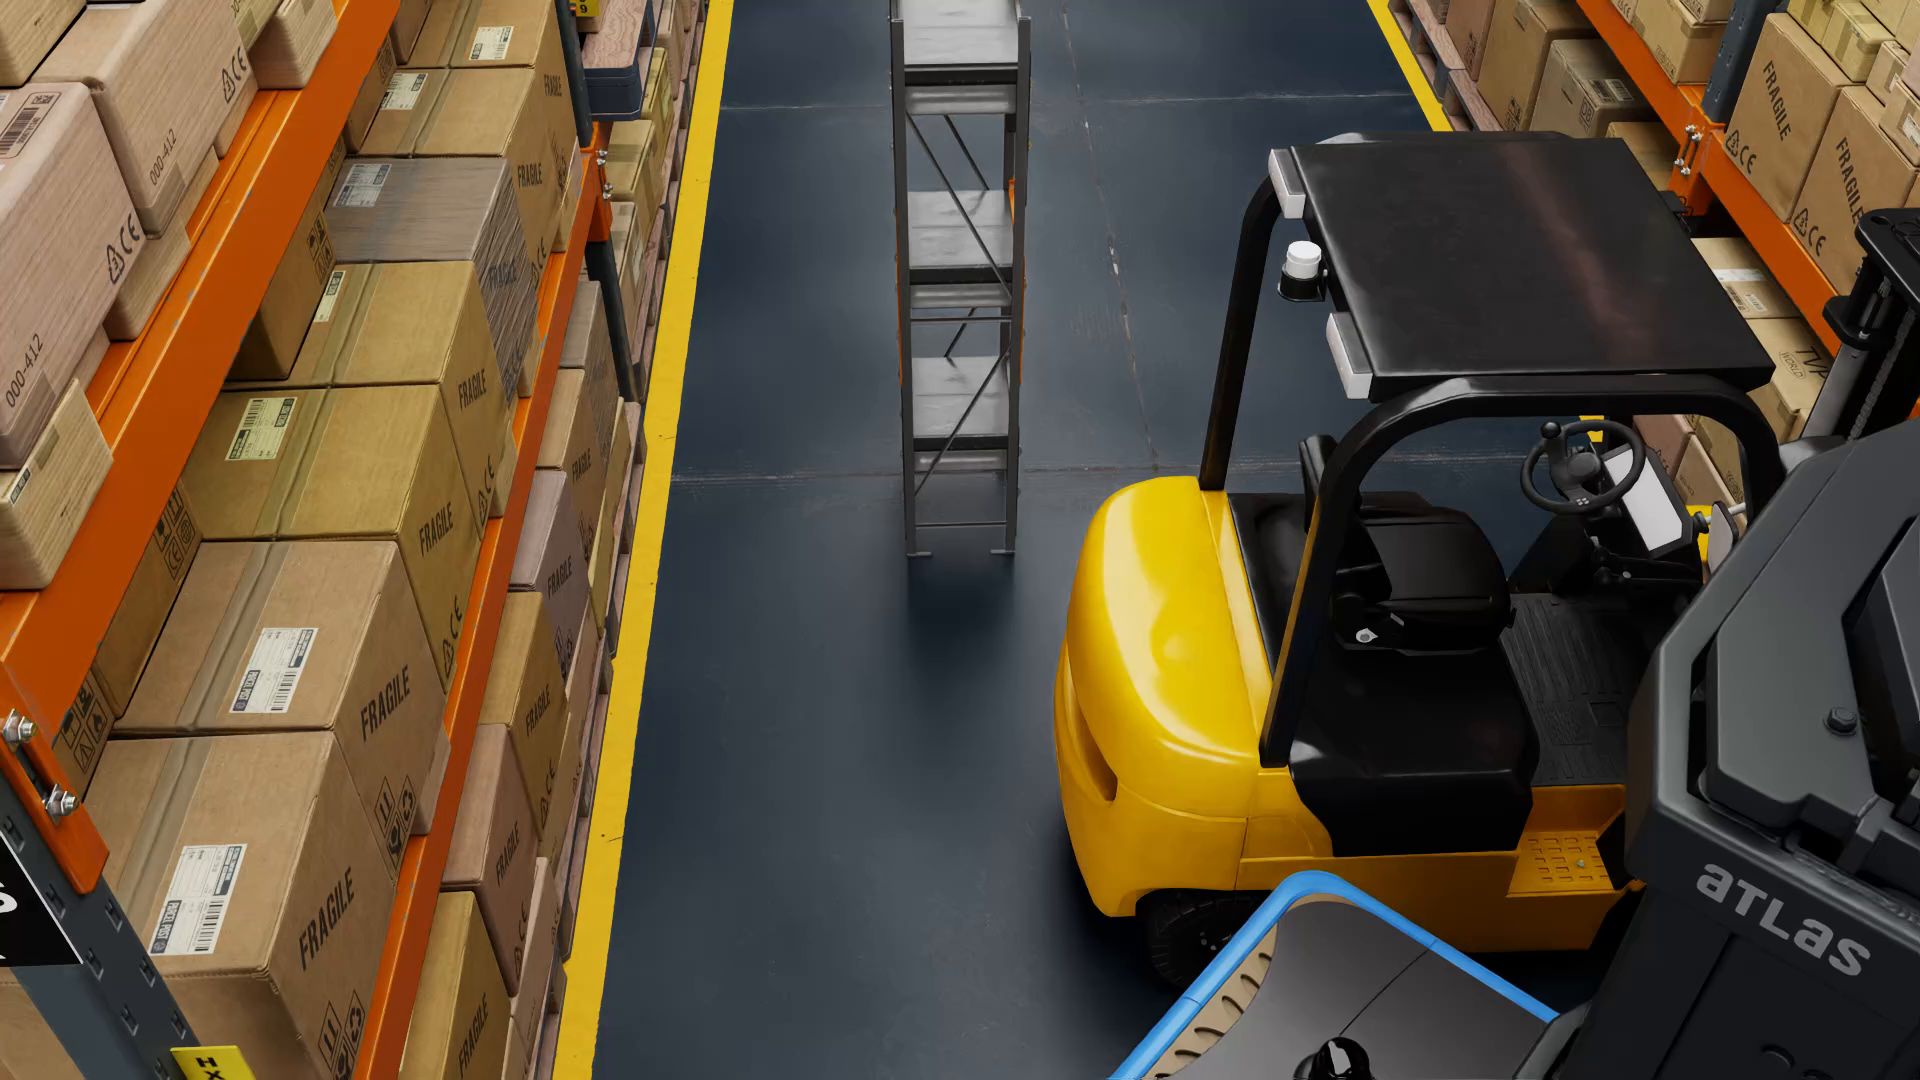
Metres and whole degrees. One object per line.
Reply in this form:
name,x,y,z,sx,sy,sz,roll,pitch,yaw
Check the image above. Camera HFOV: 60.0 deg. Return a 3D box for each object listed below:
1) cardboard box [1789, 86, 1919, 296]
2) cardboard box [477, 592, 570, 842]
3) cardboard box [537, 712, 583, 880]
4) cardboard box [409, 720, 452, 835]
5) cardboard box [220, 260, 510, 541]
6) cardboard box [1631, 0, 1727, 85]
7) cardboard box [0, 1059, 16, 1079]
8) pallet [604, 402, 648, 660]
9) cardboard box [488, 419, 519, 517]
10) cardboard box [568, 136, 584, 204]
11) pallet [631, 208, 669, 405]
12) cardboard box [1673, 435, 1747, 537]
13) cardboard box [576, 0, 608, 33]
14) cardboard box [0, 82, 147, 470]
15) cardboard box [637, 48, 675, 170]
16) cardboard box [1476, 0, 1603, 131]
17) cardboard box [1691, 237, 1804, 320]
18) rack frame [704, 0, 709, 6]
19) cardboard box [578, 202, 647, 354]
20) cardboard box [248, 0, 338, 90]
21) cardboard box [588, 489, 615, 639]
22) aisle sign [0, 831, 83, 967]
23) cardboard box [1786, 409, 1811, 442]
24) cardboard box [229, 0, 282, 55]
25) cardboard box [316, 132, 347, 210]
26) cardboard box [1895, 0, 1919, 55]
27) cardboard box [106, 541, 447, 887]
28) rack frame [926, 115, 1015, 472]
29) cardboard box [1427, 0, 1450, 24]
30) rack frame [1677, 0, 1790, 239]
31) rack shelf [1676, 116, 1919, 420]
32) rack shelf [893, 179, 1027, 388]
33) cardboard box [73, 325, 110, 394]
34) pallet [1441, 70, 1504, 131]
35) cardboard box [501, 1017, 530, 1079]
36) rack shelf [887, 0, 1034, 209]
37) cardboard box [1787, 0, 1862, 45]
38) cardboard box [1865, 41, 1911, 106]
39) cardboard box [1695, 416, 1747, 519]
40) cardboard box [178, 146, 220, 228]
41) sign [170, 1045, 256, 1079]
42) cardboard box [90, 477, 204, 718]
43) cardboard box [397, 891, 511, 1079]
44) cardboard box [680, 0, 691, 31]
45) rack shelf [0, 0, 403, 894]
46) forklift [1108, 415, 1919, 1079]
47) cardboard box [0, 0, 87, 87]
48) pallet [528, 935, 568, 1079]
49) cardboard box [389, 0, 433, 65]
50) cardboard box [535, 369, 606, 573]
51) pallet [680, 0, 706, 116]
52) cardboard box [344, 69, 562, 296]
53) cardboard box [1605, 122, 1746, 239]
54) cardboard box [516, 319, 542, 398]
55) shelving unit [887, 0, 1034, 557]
cardboard box,2.966,-1.048,5.099,0.500,0.500,0.500,-1,43,-1
cardboard box,-1.419,0.499,4.655,0.500,0.500,0.500,-1,43,-1
cardboard box,-1.427,0.770,4.914,0.500,0.250,0.500,1,43,1
cardboard box,-1.347,0.510,3.660,0.380,0.149,0.250,-1,43,-1
cardboard box,-1.440,-0.334,4.101,0.500,0.500,0.500,-2,43,-3
cardboard box,2.887,-1.946,6.264,0.500,0.250,0.500,-1,43,-1
cardboard box,-1.918,0.671,3.003,0.500,0.500,0.500,-2,43,-3
pallet,-1.726,-0.044,6.141,1.003,0.211,1.213,-2,43,-2
cardboard box,-1.397,-0.191,4.424,0.380,0.149,0.250,-1,43,-1
cardboard box,-1.471,-1.223,5.550,0.380,0.149,0.250,-2,43,-2
pallet,-1.824,-1.022,7.208,1.003,0.211,1.213,-2,43,-2
cardboard box,2.896,-0.132,5.898,0.500,0.250,0.500,-3,43,-3
cardboard box,-1.497,-1.968,6.053,0.380,0.149,0.250,-1,43,-1
cardboard box,-1.375,-0.331,2.062,0.500,0.250,0.500,-2,43,-3
cardboard box,-1.879,-2.019,7.866,0.950,0.372,0.625,0,43,0
cardboard box,3.077,-2.332,8.021,0.875,0.625,0.625,-3,43,-4
cardboard box,2.877,-0.843,5.934,0.500,0.250,0.500,-2,43,-2
rack frame,-1.959,-4.224,8.639,1.000,3.000,0.127,-2,43,-2
cardboard box,-1.814,-1.064,6.825,0.950,0.372,0.625,-1,43,-1
cardboard box,-1.368,-0.942,3.024,0.380,0.149,0.250,-1,43,-1
cardboard box,-1.463,0.085,5.661,0.500,0.250,0.500,-3,43,-3
aisle sign,-1.307,0.251,1.832,0.394,0.787,0.004,-2,43,-2
cardboard box,2.921,-0.162,5.191,0.500,0.250,0.500,0,43,0
cardboard box,-1.433,-1.019,2.813,0.500,0.250,0.500,0,43,-1
cardboard box,-1.993,-1.051,4.142,0.700,0.500,0.500,-3,43,-3
cardboard box,3.008,-1.485,4.876,0.380,0.149,0.250,-2,43,-3
cardboard box,-1.388,0.353,3.351,0.500,0.500,0.500,0,43,0
rack frame,-0.017,-1.051,5.842,0.400,2.100,0.015,-2,43,-2
cardboard box,3.013,-3.227,8.998,0.875,0.625,0.625,0,43,0
rack frame,3.170,-1.669,5.851,1.000,3.000,0.127,-2,43,-2
rack shelf,3.255,-0.054,4.621,1.077,0.370,4.000,-2,43,-2
rack shelf,-0.007,-0.876,5.672,0.431,0.518,0.480,-2,43,-2
cardboard box,-1.410,-0.245,2.263,0.380,0.149,0.250,-3,43,-3
pallet,3.045,-1.963,8.235,1.003,0.211,1.213,-2,43,-2
cardboard box,-1.377,1.483,4.137,0.500,0.250,0.500,-2,43,-2
rack shelf,-0.007,-1.392,5.199,0.431,0.518,0.480,-2,43,-2
cardboard box,2.920,-1.722,5.355,0.380,0.149,0.250,-2,43,-2
cardboard box,2.972,-1.372,4.973,0.380,0.149,0.250,-2,43,-2
cardboard box,2.905,-0.319,5.732,0.500,0.250,0.500,-2,43,-2
cardboard box,-1.422,-0.591,2.641,0.380,0.149,0.250,-2,43,-2
sign,-1.077,0.842,2.471,0.100,0.325,0.005,-2,43,-2
cardboard box,-1.873,-0.019,3.017,0.700,0.500,0.500,-1,43,-1
cardboard box,-1.379,1.190,3.901,0.500,0.500,0.500,-3,43,-3
cardboard box,-1.945,-3.029,8.968,0.950,0.372,0.625,-4,43,-5
rack shelf,-1.704,-1.014,3.449,1.077,0.370,4.000,-2,43,-2
forklift,1.608,1.350,2.608,3.031,2.935,1.130,30,51,29
cardboard box,-1.406,-0.717,2.188,0.380,0.149,0.250,-2,43,-2
pallet,-1.622,1.604,4.344,1.003,0.211,1.213,-2,43,-2
cardboard box,-1.987,-1.736,4.890,0.700,0.500,0.500,-2,43,-2
cardboard box,-1.473,-0.207,5.425,0.500,0.500,0.500,-1,43,-1
pallet,-1.928,-2.669,9.005,1.003,0.211,1.213,-2,43,-2
cardboard box,-1.493,-1.030,4.860,0.500,0.500,0.500,0,43,0
cardboard box,3.136,-1.300,6.895,0.875,0.625,0.625,0,43,0
cardboard box,-1.425,-0.537,4.802,0.380,0.149,0.250,-2,43,-2
shelving unit,-0.007,-0.886,5.662,0.431,2.100,0.503,-2,43,-2
